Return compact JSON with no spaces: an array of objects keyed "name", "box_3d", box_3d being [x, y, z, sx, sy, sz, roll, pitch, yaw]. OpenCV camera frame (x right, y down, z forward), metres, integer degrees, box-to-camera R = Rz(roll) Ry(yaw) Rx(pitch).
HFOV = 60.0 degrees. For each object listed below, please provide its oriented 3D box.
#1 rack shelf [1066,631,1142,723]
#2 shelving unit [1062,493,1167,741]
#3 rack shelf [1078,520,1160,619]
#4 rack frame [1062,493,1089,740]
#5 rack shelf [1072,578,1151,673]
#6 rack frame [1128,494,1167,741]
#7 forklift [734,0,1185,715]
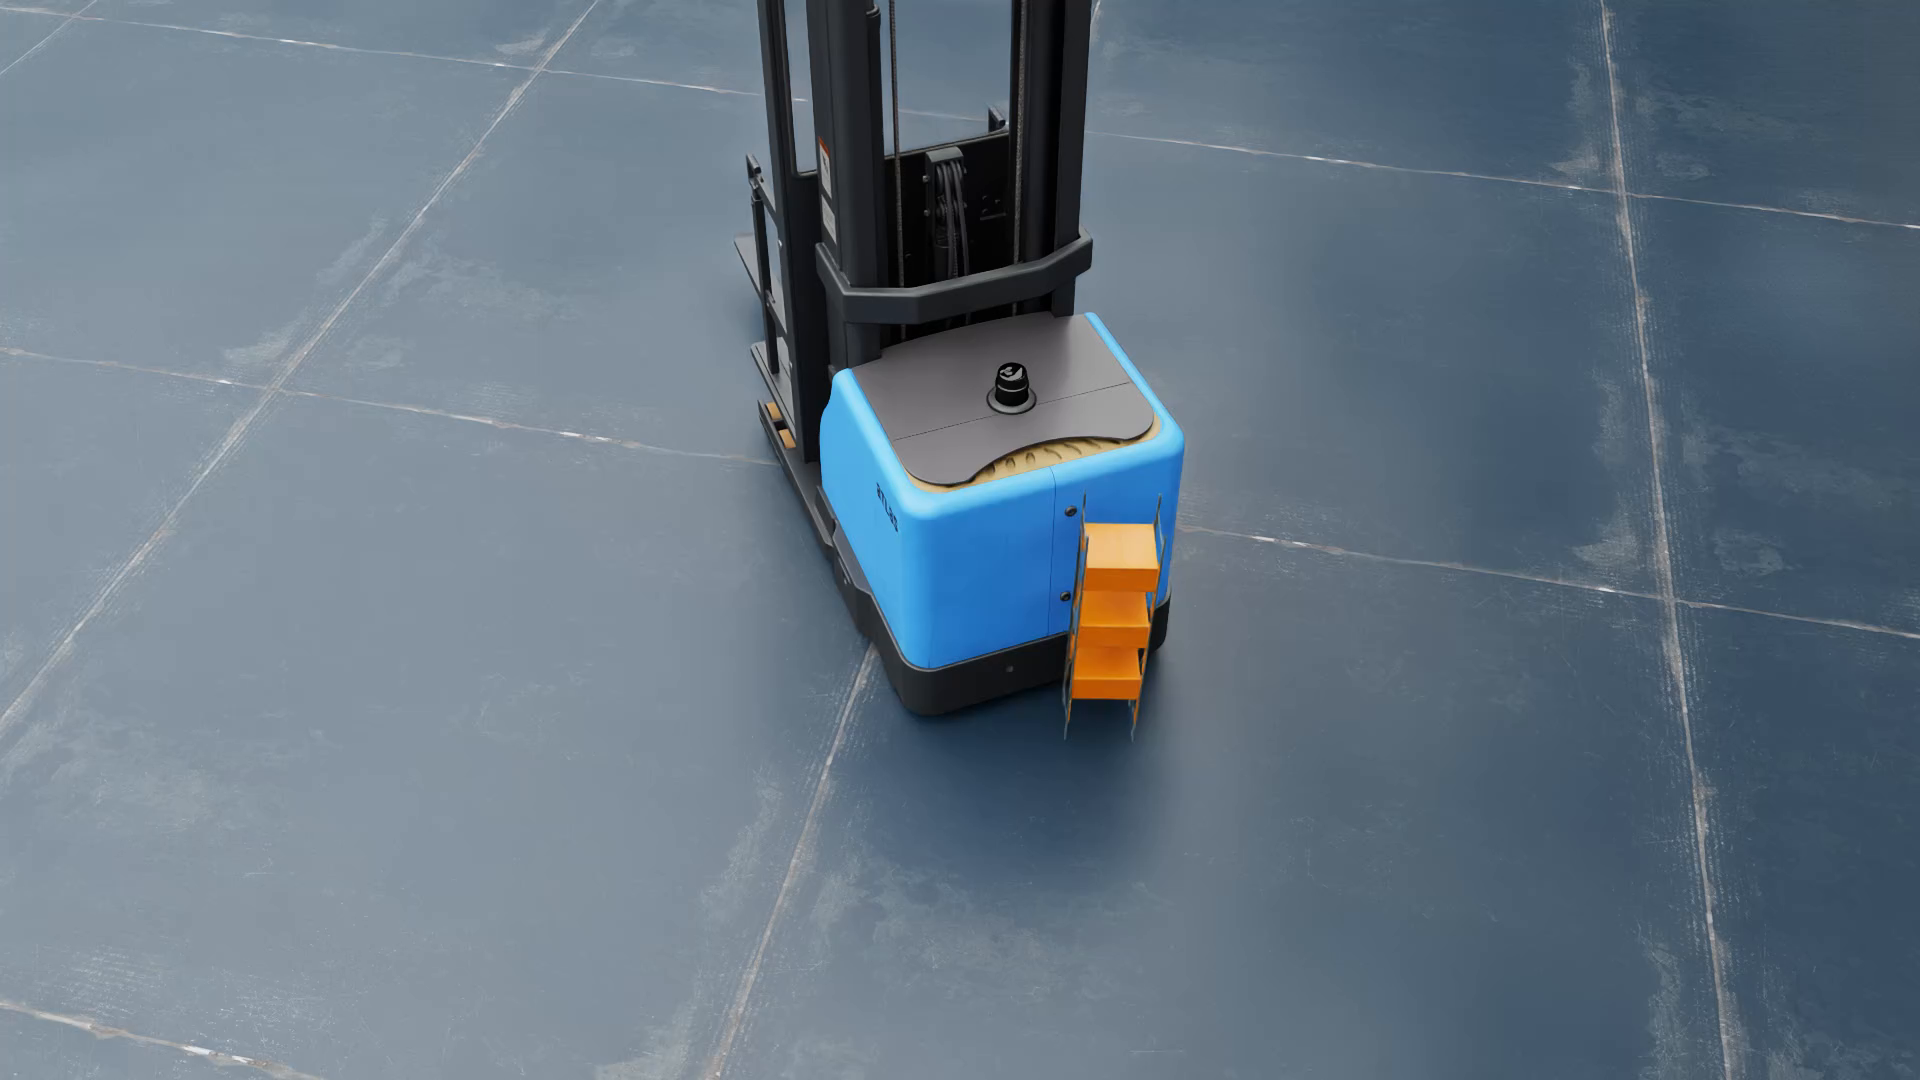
[{"name":"rack shelf","box_3d":[0.506,0.486,5.894,0.240,0.259,0.215,1,46,-1]},{"name":"shelving unit","box_3d":[0.513,0.285,5.686,0.252,1.050,0.215,1,46,-1]},{"name":"rack shelf","box_3d":[0.520,0.096,5.490,0.240,0.259,0.215,1,46,-1]},{"name":"rack frame","box_3d":[0.391,0.283,5.684,0.008,1.050,0.200,1,46,-1]},{"name":"rack shelf","box_3d":[0.513,0.293,5.694,0.240,0.259,0.215,1,46,-1]},{"name":"rack frame","box_3d":[0.635,0.287,5.689,0.008,1.050,0.200,1,46,-1]},{"name":"forklift","box_3d":[-0.223,-1.461,6.154,1.130,2.935,3.031,-15,46,-15]}]
